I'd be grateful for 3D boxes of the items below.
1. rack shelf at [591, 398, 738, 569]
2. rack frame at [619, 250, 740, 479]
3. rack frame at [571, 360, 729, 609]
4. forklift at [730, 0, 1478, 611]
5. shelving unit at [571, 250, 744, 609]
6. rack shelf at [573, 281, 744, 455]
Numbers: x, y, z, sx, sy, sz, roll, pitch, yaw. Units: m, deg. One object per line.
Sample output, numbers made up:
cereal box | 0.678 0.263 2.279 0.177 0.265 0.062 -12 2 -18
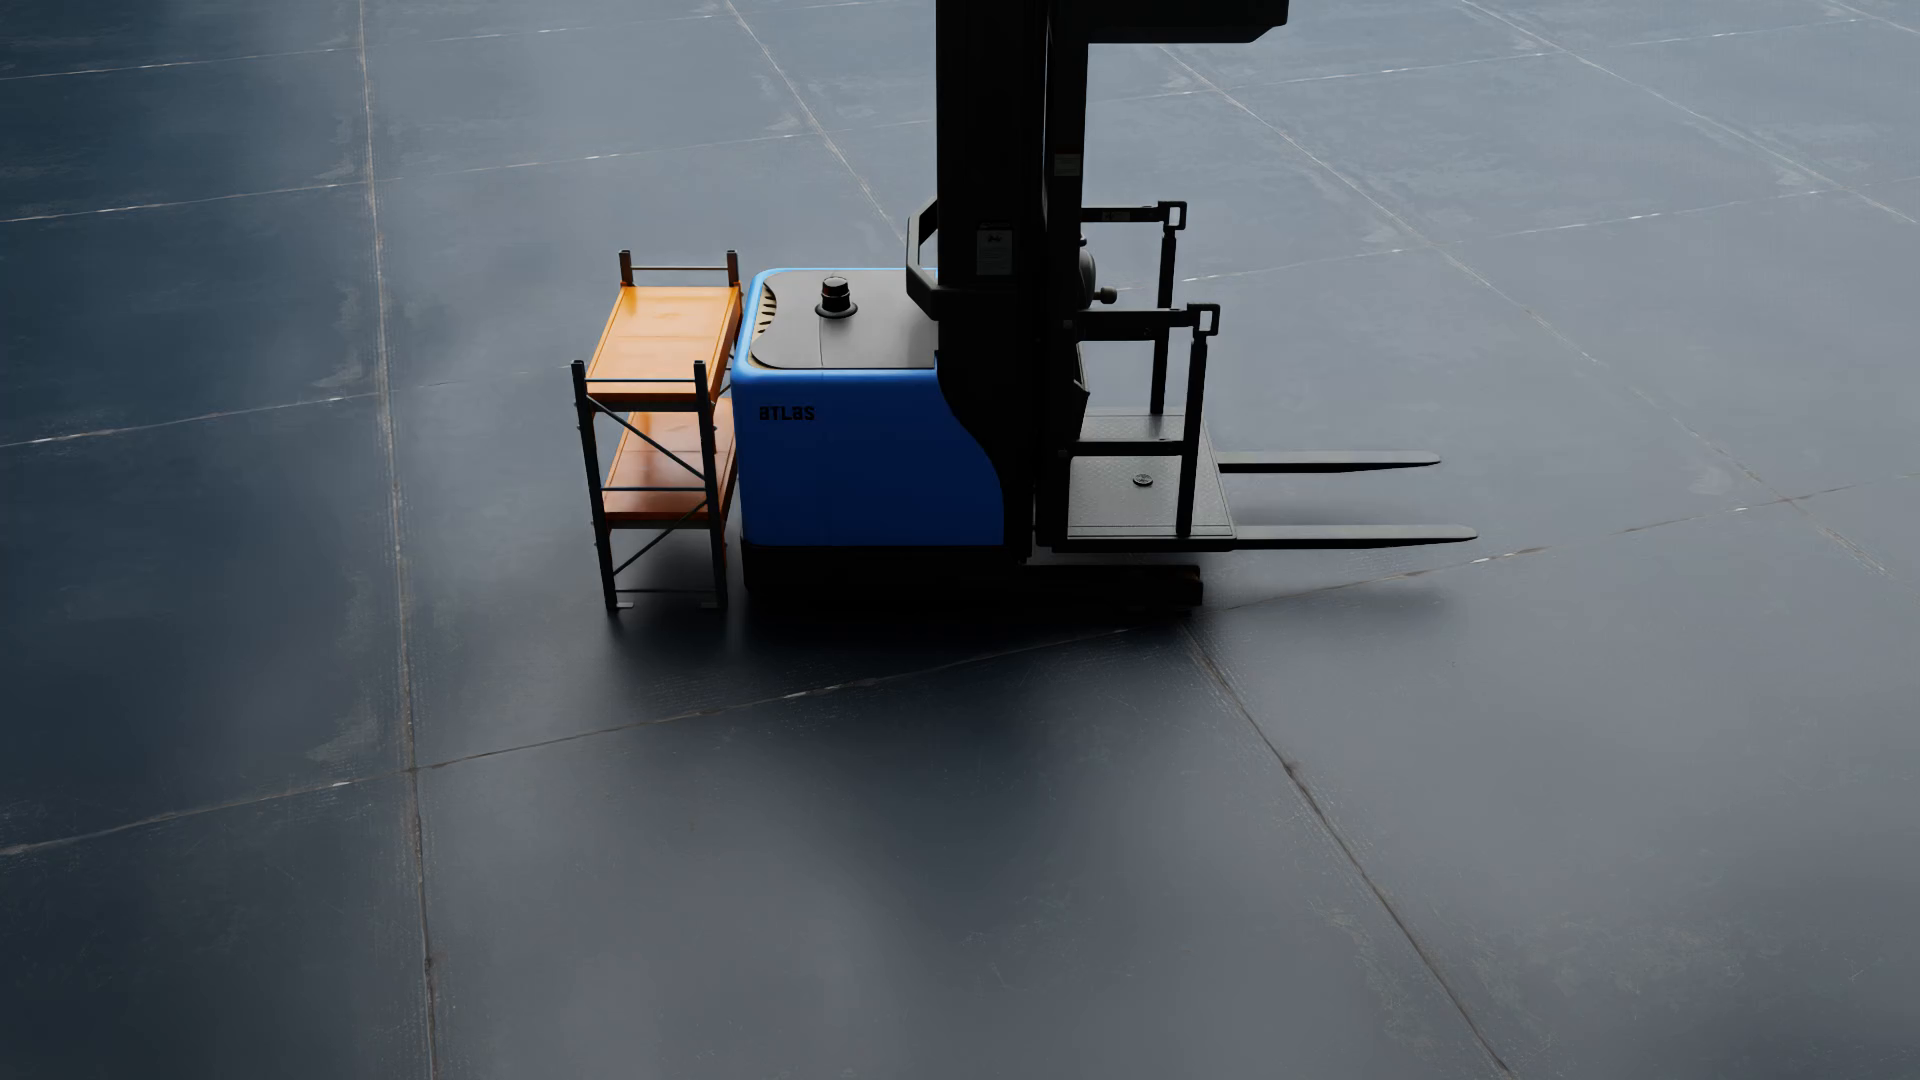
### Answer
rack shelf | -1.201 -0.273 7.087 0.538 0.278 1.000 0 33 0
rack frame | -1.198 -0.758 7.376 0.500 1.125 0.032 0 33 0
rack frame | -1.203 -0.197 6.528 0.500 1.125 0.032 0 33 0
forklift | 0.622 -1.226 6.446 3.031 2.935 1.130 0 33 0
shelving unit | -1.201 -0.477 6.952 0.538 1.125 1.048 0 33 0
rack shelf | -1.201 -0.722 6.791 0.538 0.278 1.000 0 33 0
